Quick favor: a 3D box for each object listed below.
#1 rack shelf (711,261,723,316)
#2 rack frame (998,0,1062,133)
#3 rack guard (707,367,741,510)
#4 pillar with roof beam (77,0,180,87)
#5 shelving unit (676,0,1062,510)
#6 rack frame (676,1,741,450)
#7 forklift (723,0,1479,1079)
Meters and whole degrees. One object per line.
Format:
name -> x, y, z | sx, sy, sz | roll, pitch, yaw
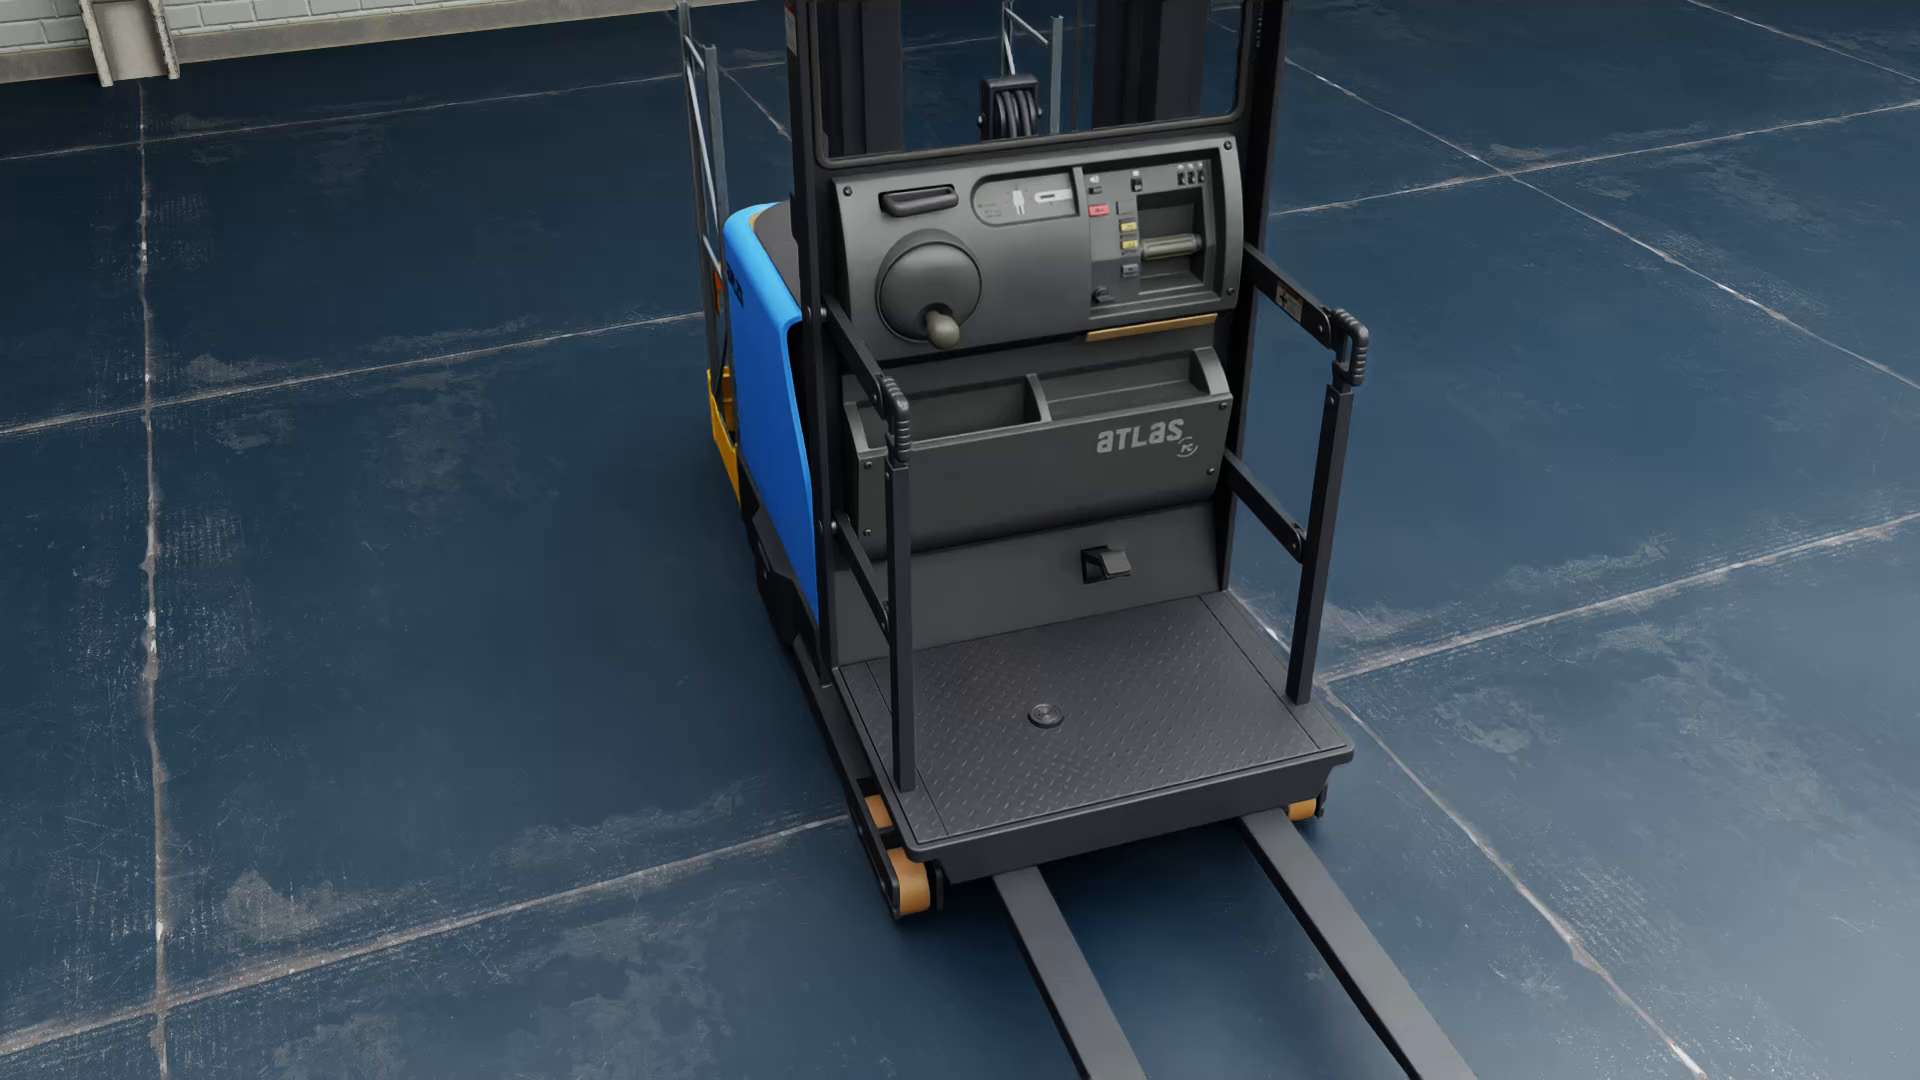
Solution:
rack shelf -> -0.276, -0.786, 5.412 | 1.000, 0.185, 0.538 | -10, 34, -14
rack frame -> 0.210, -1.019, 5.440 | 0.032, 1.500, 0.500 | -10, 34, -14
rack guard -> -0.742, -0.334, 5.533 | 0.087, 0.250, 0.587 | -10, 34, -14
pillar with roof beam -> -2.875, -4.189, 3.437 | 0.400, 9.000, 9.100 | -13, 35, -19
shelving unit -> -0.267, -0.938, 5.316 | 1.083, 1.500, 0.587 | -10, 34, -14
rack frame -> -0.761, -0.855, 5.188 | 0.032, 1.500, 0.500 | -10, 34, -14
forklift -> 0.259, -0.598, 3.482 | 1.130, 2.935, 3.031 | -10, 34, -15
